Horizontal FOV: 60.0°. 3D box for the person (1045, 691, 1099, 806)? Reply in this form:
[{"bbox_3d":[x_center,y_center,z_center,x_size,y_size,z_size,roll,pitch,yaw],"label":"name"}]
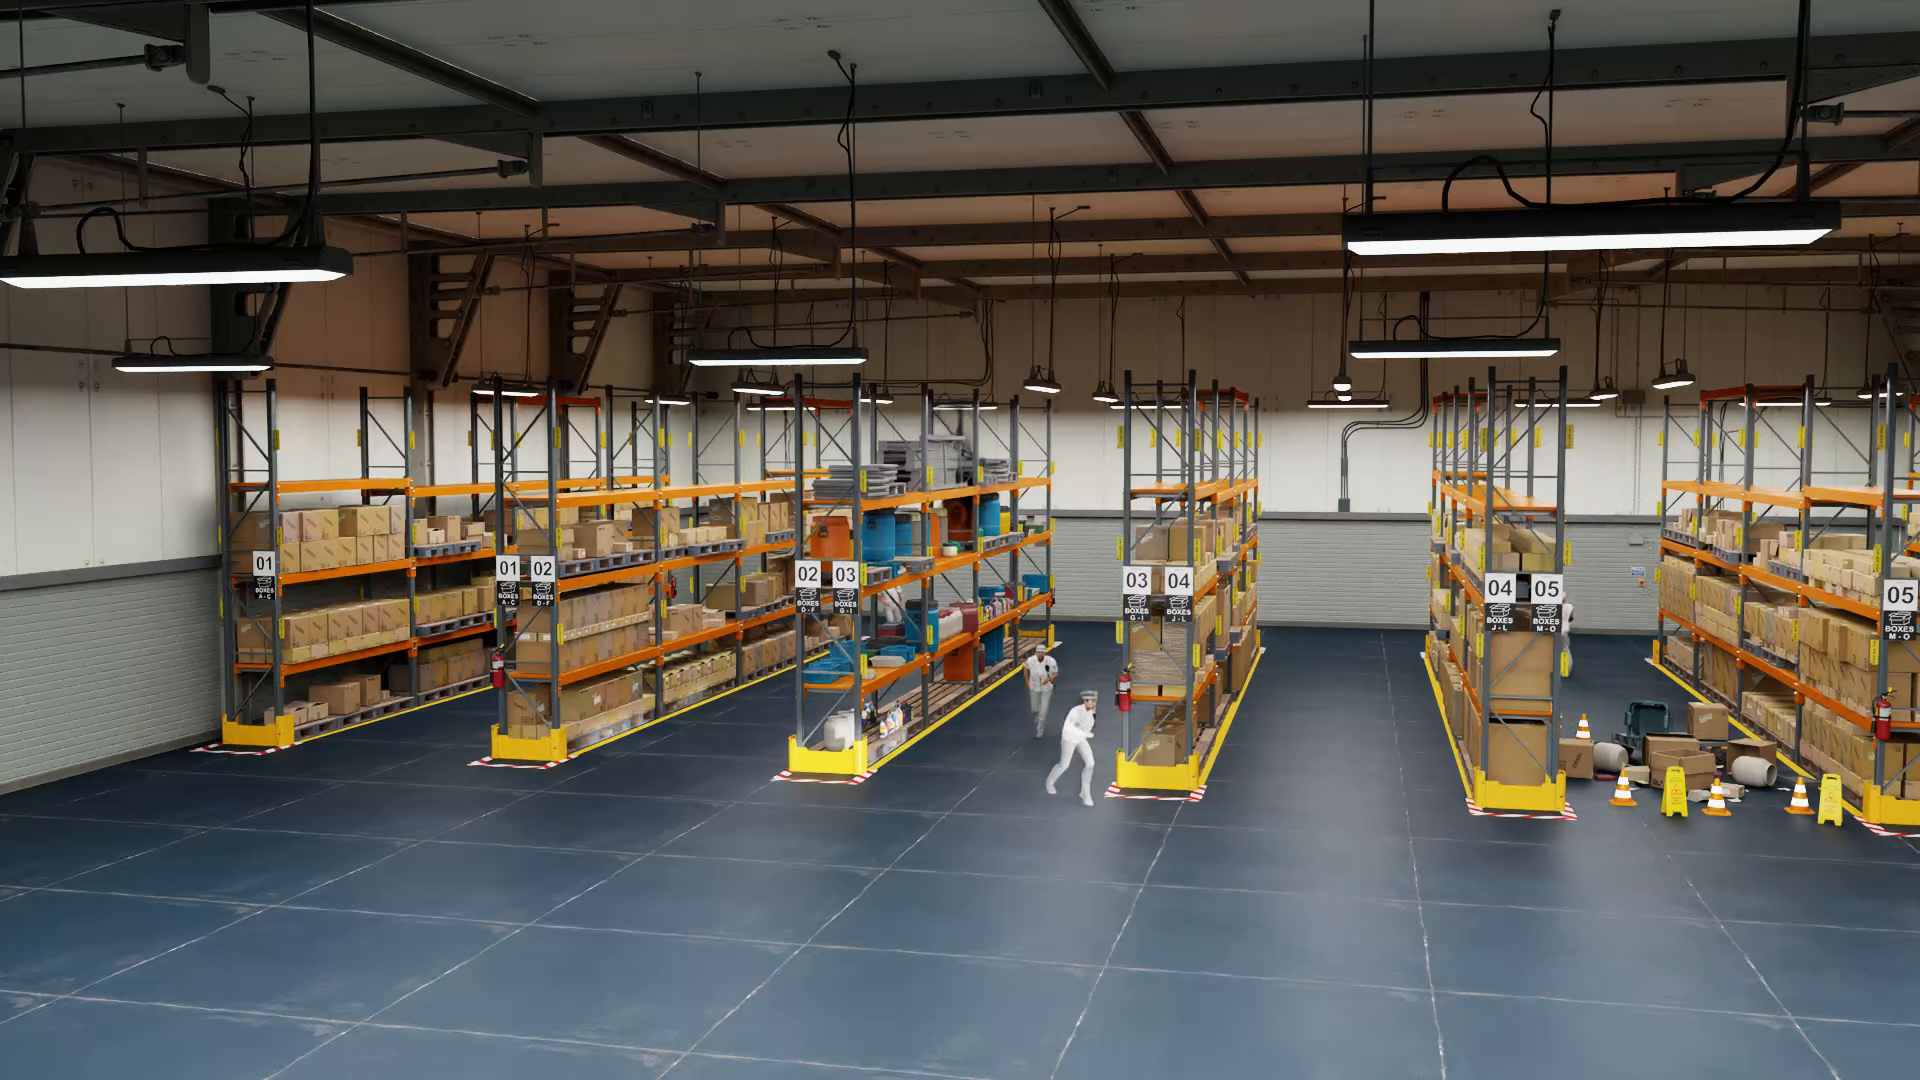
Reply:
[{"bbox_3d":[1.572,2.856,23.082,0.657,1.622,0.922,-3,5,-42],"label":"person"}]

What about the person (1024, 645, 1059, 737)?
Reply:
[{"bbox_3d":[1.367,2.541,28.110,0.596,1.598,0.701,0,3,4],"label":"person"}]

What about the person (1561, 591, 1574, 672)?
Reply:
[{"bbox_3d":[12.834,1.970,35.665,0.692,1.793,0.891,0,3,2],"label":"person"}]

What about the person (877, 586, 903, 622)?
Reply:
[{"bbox_3d":[-1.732,1.653,41.567,0.672,1.730,0.568,-1,4,-14],"label":"person"}]
